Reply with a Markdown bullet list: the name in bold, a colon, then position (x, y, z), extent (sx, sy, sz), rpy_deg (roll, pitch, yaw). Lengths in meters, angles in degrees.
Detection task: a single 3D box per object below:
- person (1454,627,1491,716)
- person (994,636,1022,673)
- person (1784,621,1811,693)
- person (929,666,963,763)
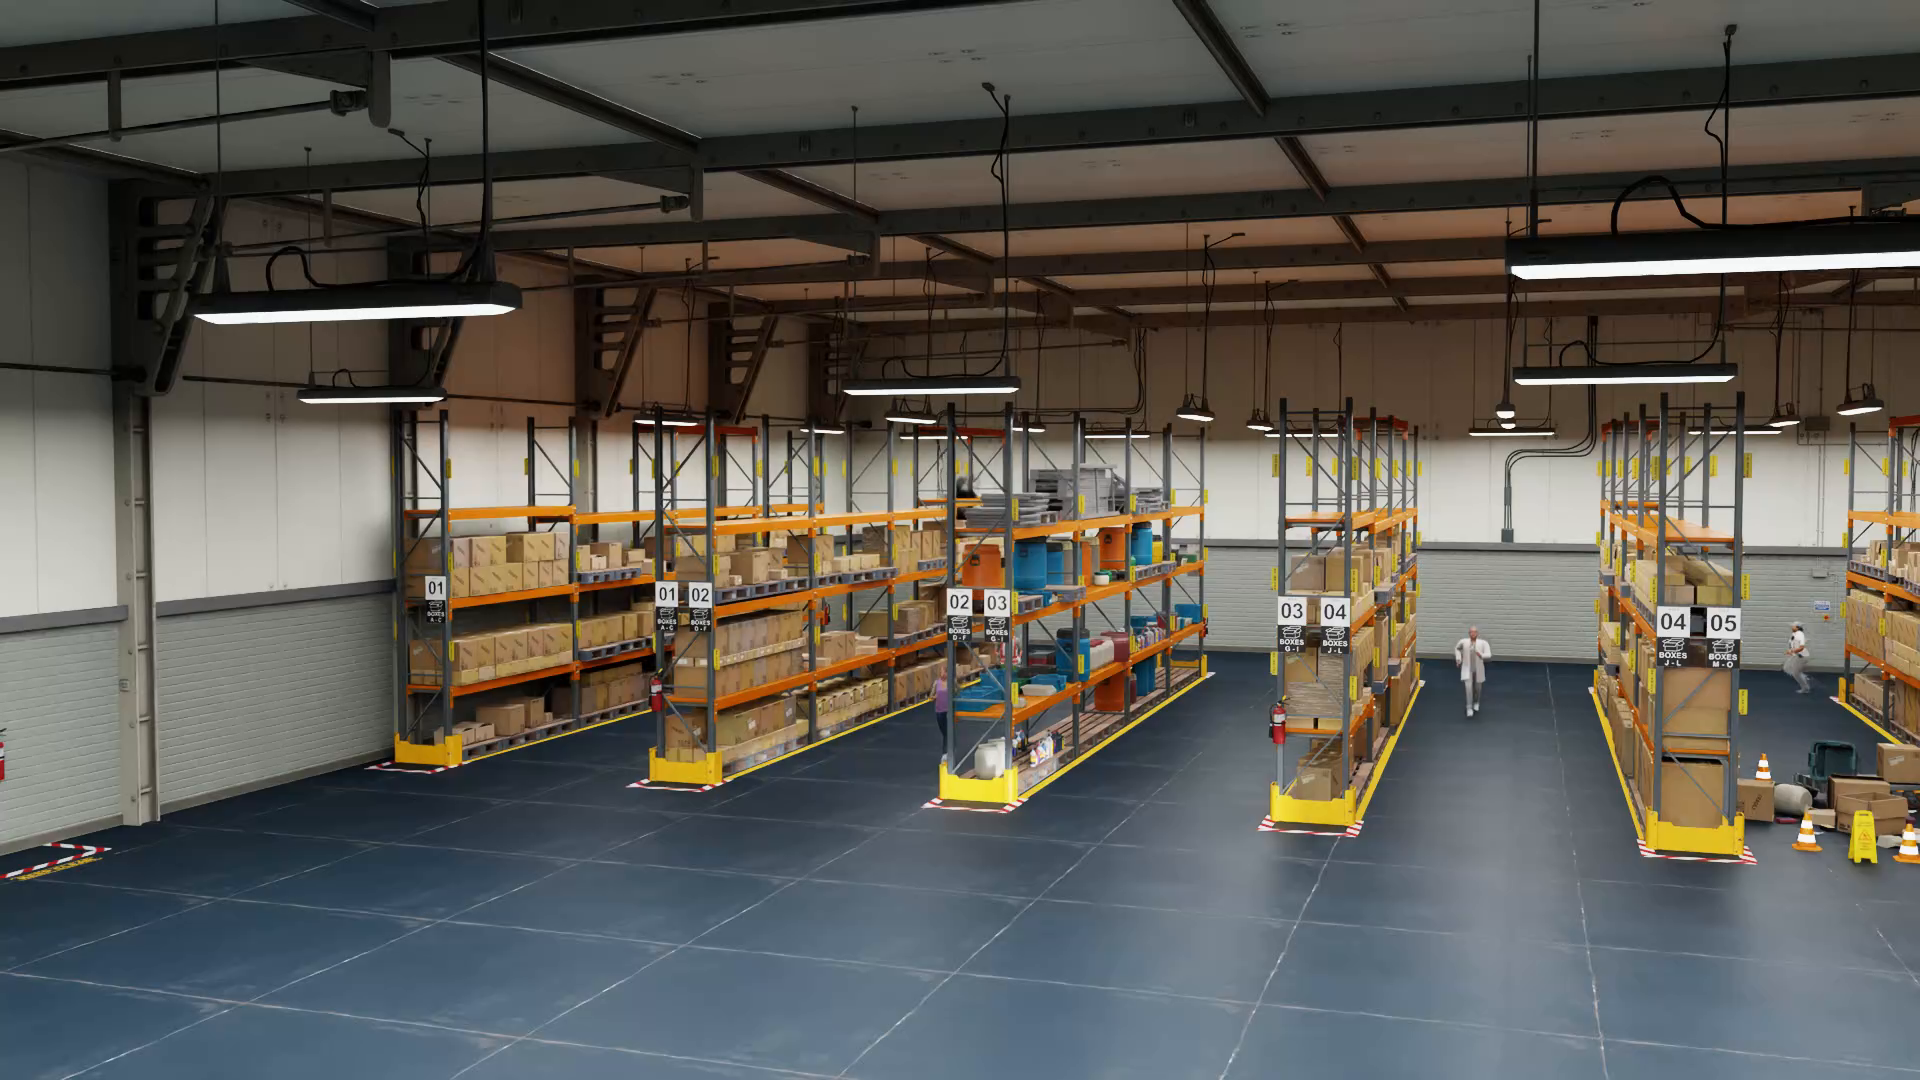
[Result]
- **person**: position (10.410, 2.638, 33.760), extent (0.704, 1.762, 1.064), rpy_deg (1, 3, 14)
- **person**: position (1.021, 2.628, 34.938), extent (0.649, 1.739, 0.601), rpy_deg (0, 2, 8)
- **person**: position (18.700, 2.610, 37.140), extent (0.547, 1.605, 0.560), rpy_deg (1, 3, 19)
- **person**: position (-0.254, 2.961, 28.514), extent (0.531, 1.621, 0.805), rpy_deg (1, 3, 16)
